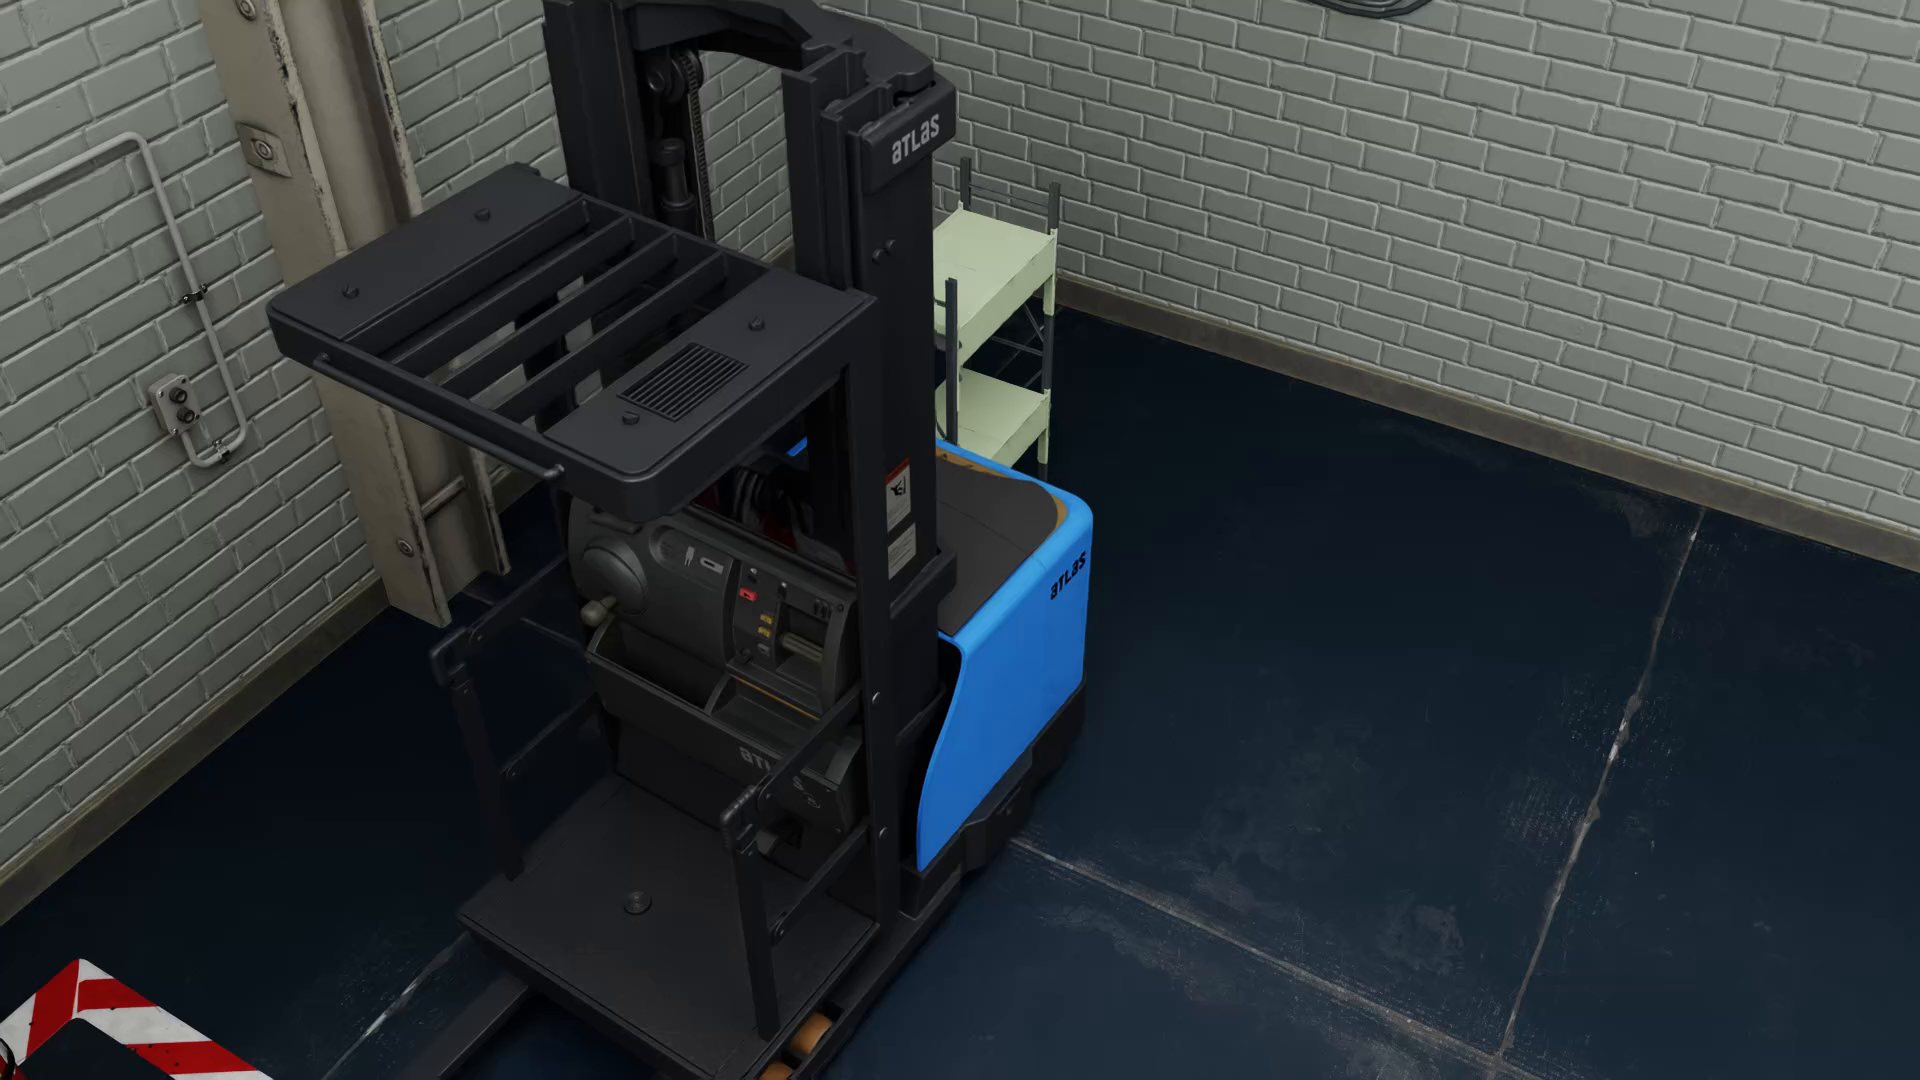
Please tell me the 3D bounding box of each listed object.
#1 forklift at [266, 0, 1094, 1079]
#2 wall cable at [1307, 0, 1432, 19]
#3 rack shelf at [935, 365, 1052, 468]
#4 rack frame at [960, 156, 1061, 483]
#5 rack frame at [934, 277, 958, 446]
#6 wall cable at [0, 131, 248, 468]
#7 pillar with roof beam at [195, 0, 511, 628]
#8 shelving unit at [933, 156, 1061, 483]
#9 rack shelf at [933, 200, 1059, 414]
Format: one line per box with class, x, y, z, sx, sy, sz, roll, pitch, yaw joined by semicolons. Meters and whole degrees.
forklift;-0.796;0.219;4.284;1.130;2.935;3.031;24;47;25
wall cable;0.523;-3.324;6.065;3.097;2.526;0.112;21;45;22
rack shelf;-0.003;-0.314;6.465;0.431;0.370;0.720;21;45;22
rack frame;0.180;-0.768;6.488;0.400;1.500;0.023;21;45;22
rack frame;-0.186;-0.350;6.012;0.400;1.500;0.023;21;45;22
wall cable;-2.795;-0.546;4.332;0.084;1.984;1.851;21;45;22
pillar with roof beam;1.713;-1.778;1.960;9.100;9.000;0.400;21;45;22
shelving unit;-0.003;-0.559;6.250;0.431;1.500;0.755;21;45;22
rack shelf;-0.003;-0.852;5.992;0.431;0.370;0.720;21;45;22
